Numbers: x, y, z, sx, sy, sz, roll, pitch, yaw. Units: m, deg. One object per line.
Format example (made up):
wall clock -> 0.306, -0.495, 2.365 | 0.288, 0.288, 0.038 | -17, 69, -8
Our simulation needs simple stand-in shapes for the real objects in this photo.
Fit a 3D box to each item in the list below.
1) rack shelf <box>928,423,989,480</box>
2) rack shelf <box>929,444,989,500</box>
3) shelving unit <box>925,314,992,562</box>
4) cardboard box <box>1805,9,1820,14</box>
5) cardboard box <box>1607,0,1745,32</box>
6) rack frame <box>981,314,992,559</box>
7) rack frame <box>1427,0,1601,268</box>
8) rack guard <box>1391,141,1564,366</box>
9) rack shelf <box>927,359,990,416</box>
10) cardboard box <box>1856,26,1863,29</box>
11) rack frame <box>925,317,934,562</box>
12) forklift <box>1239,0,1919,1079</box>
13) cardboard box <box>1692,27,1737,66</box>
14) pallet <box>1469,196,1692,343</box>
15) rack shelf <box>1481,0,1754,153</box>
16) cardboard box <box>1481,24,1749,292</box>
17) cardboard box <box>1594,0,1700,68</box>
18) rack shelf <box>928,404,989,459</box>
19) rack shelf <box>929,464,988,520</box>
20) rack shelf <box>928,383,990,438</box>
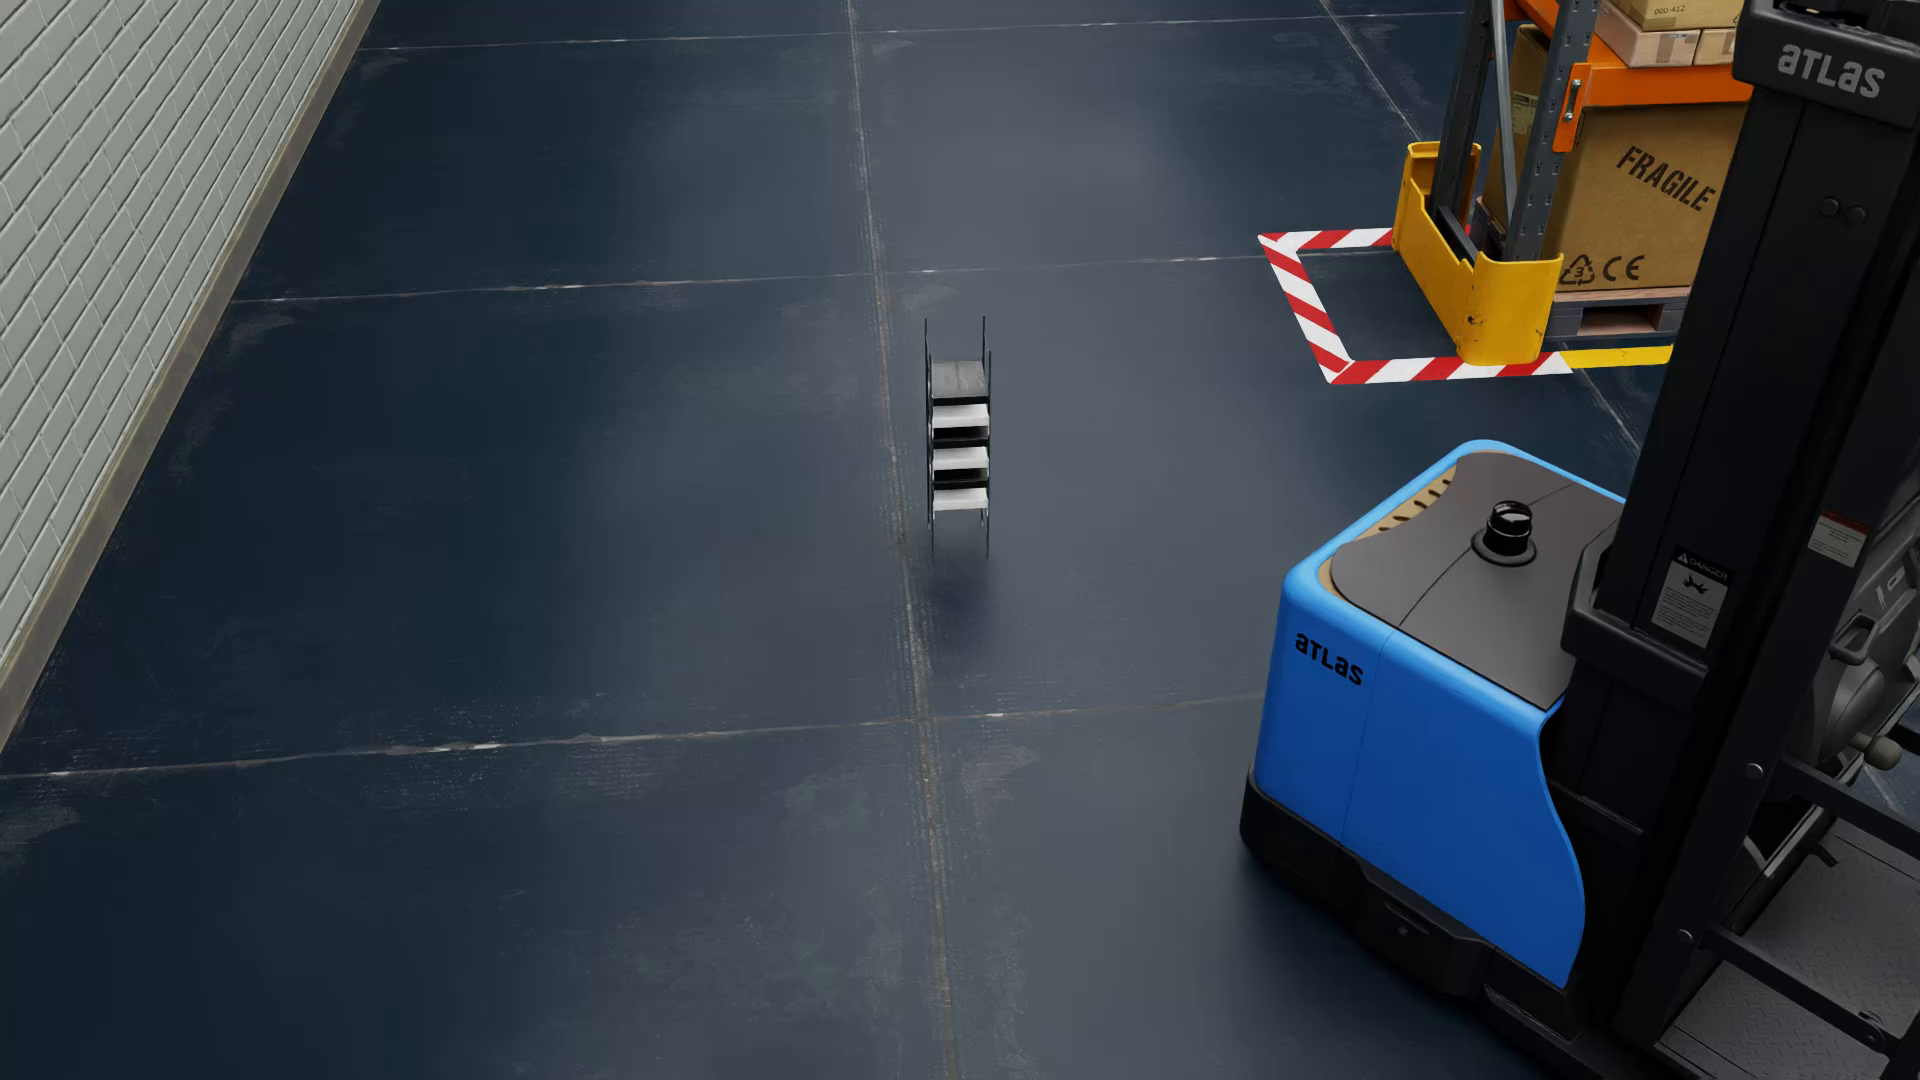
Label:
rack shelf -> -0.008, -0.327, 5.991 | 0.200, 0.077, 0.258 | -3, 38, -4
rack shelf -> -0.008, -0.256, 6.047 | 0.200, 0.077, 0.258 | -3, 38, -4
shelving unit -> -0.008, -0.353, 5.971 | 0.210, 0.900, 0.258 | -3, 38, -4
cardboard box -> 3.352, -2.249, 6.560 | 0.500, 0.250, 0.500 | -4, 38, -5
cardboard box -> 2.835, -2.216, 6.518 | 0.500, 0.250, 0.500 | -4, 38, -5
rack frame -> 0.093, -0.358, 5.978 | 0.006, 0.900, 0.240 | -3, 38, -4
rack frame -> 2.332, -2.299, 6.742 | 0.127, 3.000, 1.000 | -3, 38, -4
rack guard -> 2.309, -1.316, 7.514 | 0.348, 0.500, 1.175 | -3, 38, -4
rack shelf -> -0.008, -0.539, 5.824 | 0.200, 0.077, 0.258 | -3, 38, -4
cardboard box -> 3.485, -2.060, 6.642 | 0.250, 0.149, 0.380 | -4, 38, -5
rack frame -> -0.109, -0.347, 5.964 | 0.006, 0.900, 0.240 | -3, 38, -4
forklift -> 2.234, 0.230, 3.592 | 1.130, 2.935, 3.031 | -31, 48, -33
cardboard box -> 2.971, -2.031, 6.605 | 0.250, 0.149, 0.380 | -4, 38, -5
pallet -> 3.122, -1.296, 7.722 | 1.213, 0.211, 1.003 | -3, 38, -4
rack shelf -> 4.325, -2.126, 7.104 | 4.000, 0.370, 1.077 | -3, 38, -4
cardboard box -> 2.963, -1.714, 7.377 | 0.875, 0.875, 0.875 | -3, 38, -4
cardboard box -> 2.715, -2.016, 6.586 | 0.250, 0.149, 0.380 | -3, 38, -3
rack shelf -> -0.008, -0.397, 5.936 | 0.200, 0.077, 0.258 | -3, 38, -4
rack shelf -> -0.008, -0.185, 6.103 | 0.200, 0.077, 0.258 | -3, 38, -4
rack shelf -> -0.008, -0.468, 5.880 | 0.200, 0.077, 0.258 | -3, 38, -4
